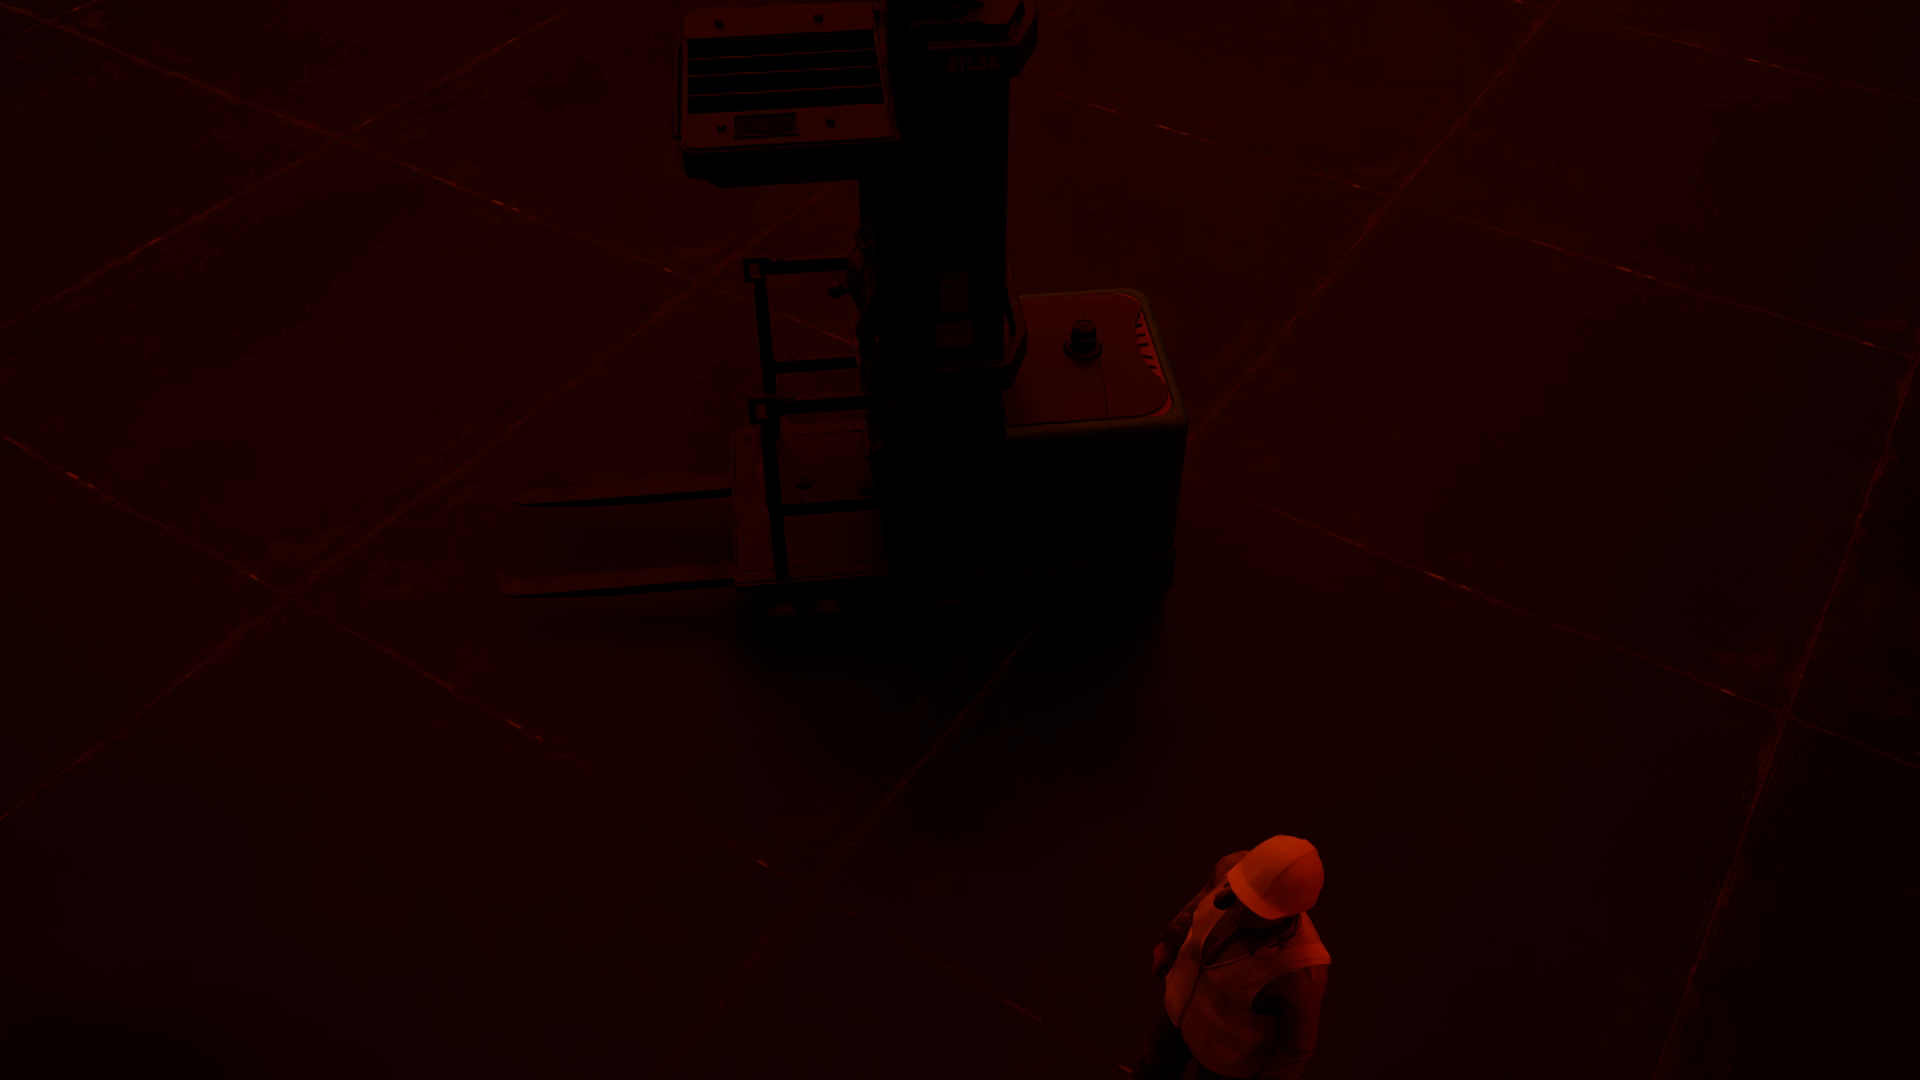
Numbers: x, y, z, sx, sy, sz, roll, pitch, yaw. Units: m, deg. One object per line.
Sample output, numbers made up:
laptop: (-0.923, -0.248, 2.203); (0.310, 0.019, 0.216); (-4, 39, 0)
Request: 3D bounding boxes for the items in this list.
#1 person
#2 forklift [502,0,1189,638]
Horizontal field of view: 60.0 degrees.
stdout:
person: (0.748, 1.494, 5.103); (0.570, 1.773, 0.630); (-17, 46, -17)
forklift: (-0.574, -1.007, 6.911); (3.031, 2.935, 1.130); (-5, 44, -5)
